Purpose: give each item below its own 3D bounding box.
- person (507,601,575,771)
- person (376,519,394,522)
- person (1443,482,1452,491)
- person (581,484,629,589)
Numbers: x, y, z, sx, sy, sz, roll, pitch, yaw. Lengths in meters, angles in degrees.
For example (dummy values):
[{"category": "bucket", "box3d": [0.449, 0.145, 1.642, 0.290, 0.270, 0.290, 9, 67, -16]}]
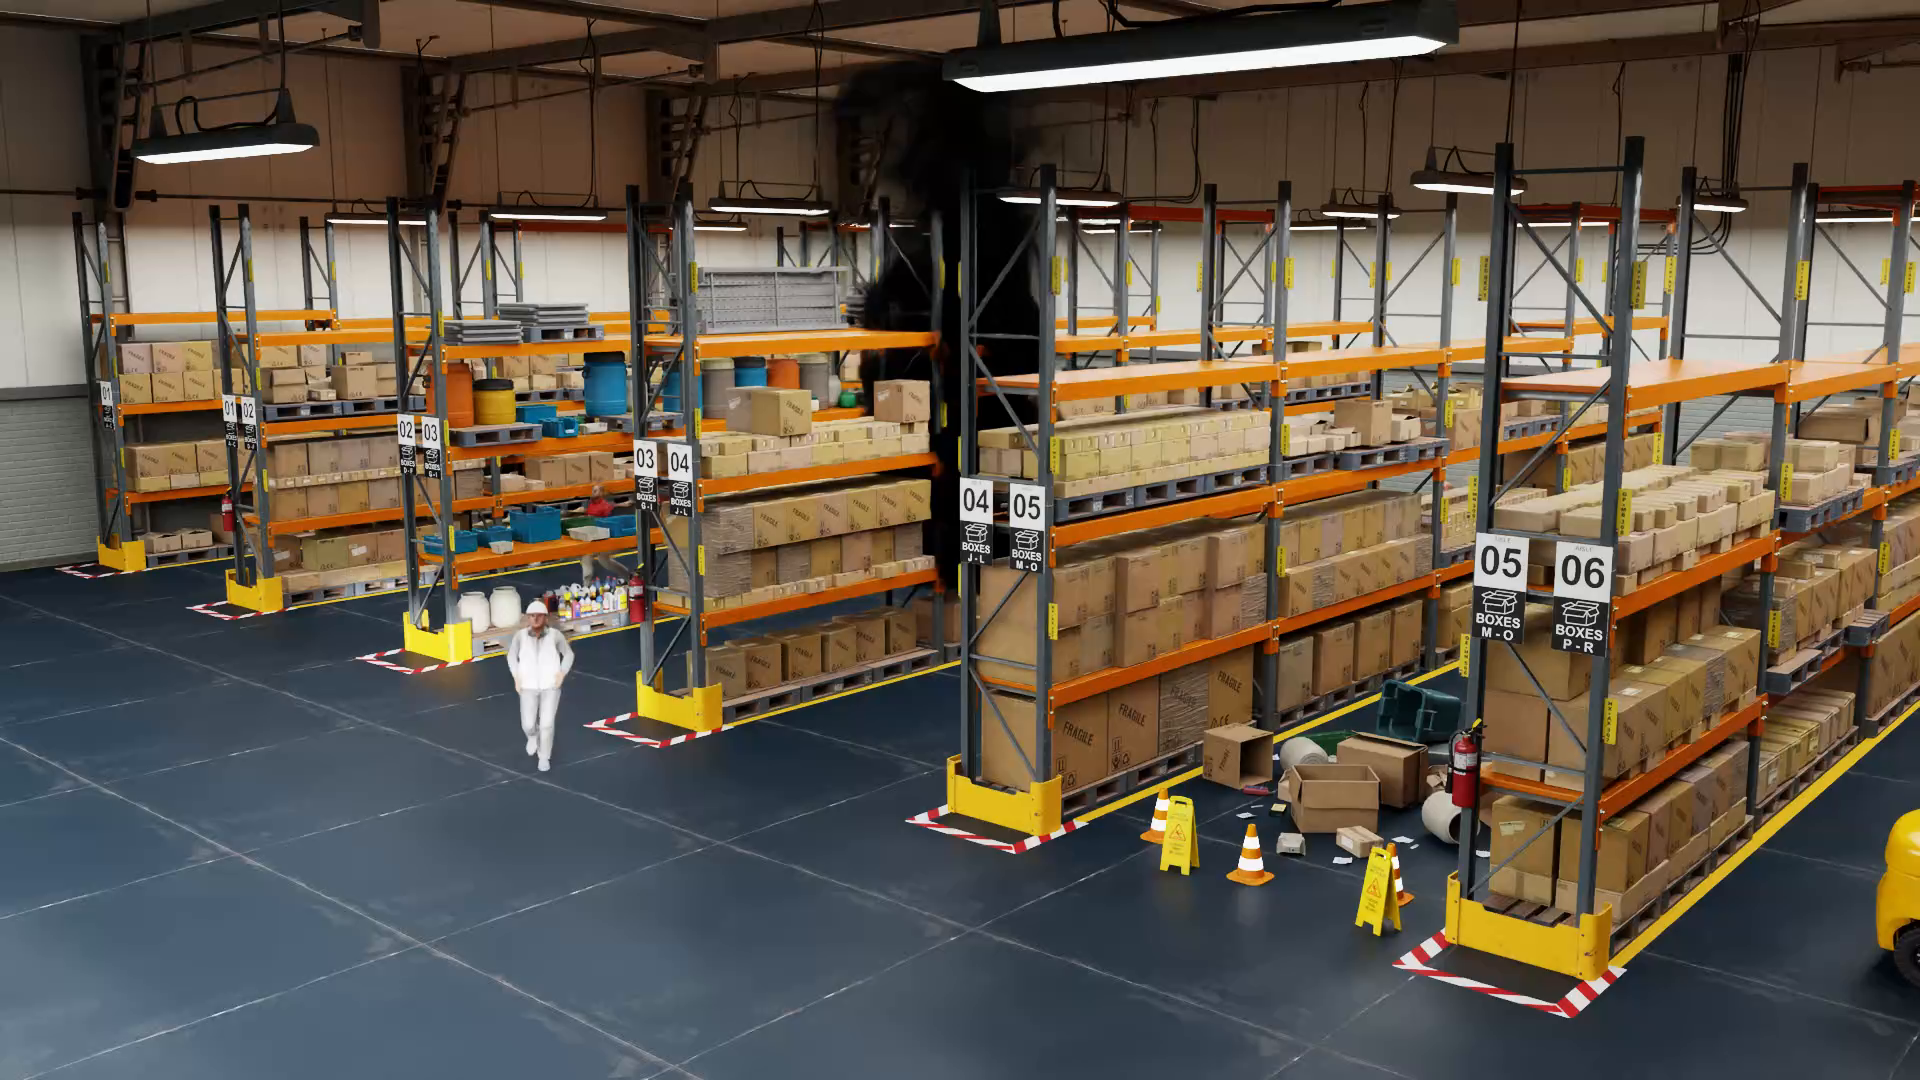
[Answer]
[{"category": "person", "box3d": [-4.321, 1.482, 17.190, 0.680, 1.749, 0.579, -2, 10, -10]}, {"category": "person", "box3d": [-10.042, -0.534, 29.224, 0.572, 1.694, 0.935, 6, 11, 31]}, {"category": "person", "box3d": [7.733, -0.052, 26.392, 0.858, 1.766, 0.636, -9, 13, -43]}, {"category": "person", "box3d": [-5.704, -0.029, 26.242, 0.673, 1.693, 0.923, 7, 12, 38]}]
